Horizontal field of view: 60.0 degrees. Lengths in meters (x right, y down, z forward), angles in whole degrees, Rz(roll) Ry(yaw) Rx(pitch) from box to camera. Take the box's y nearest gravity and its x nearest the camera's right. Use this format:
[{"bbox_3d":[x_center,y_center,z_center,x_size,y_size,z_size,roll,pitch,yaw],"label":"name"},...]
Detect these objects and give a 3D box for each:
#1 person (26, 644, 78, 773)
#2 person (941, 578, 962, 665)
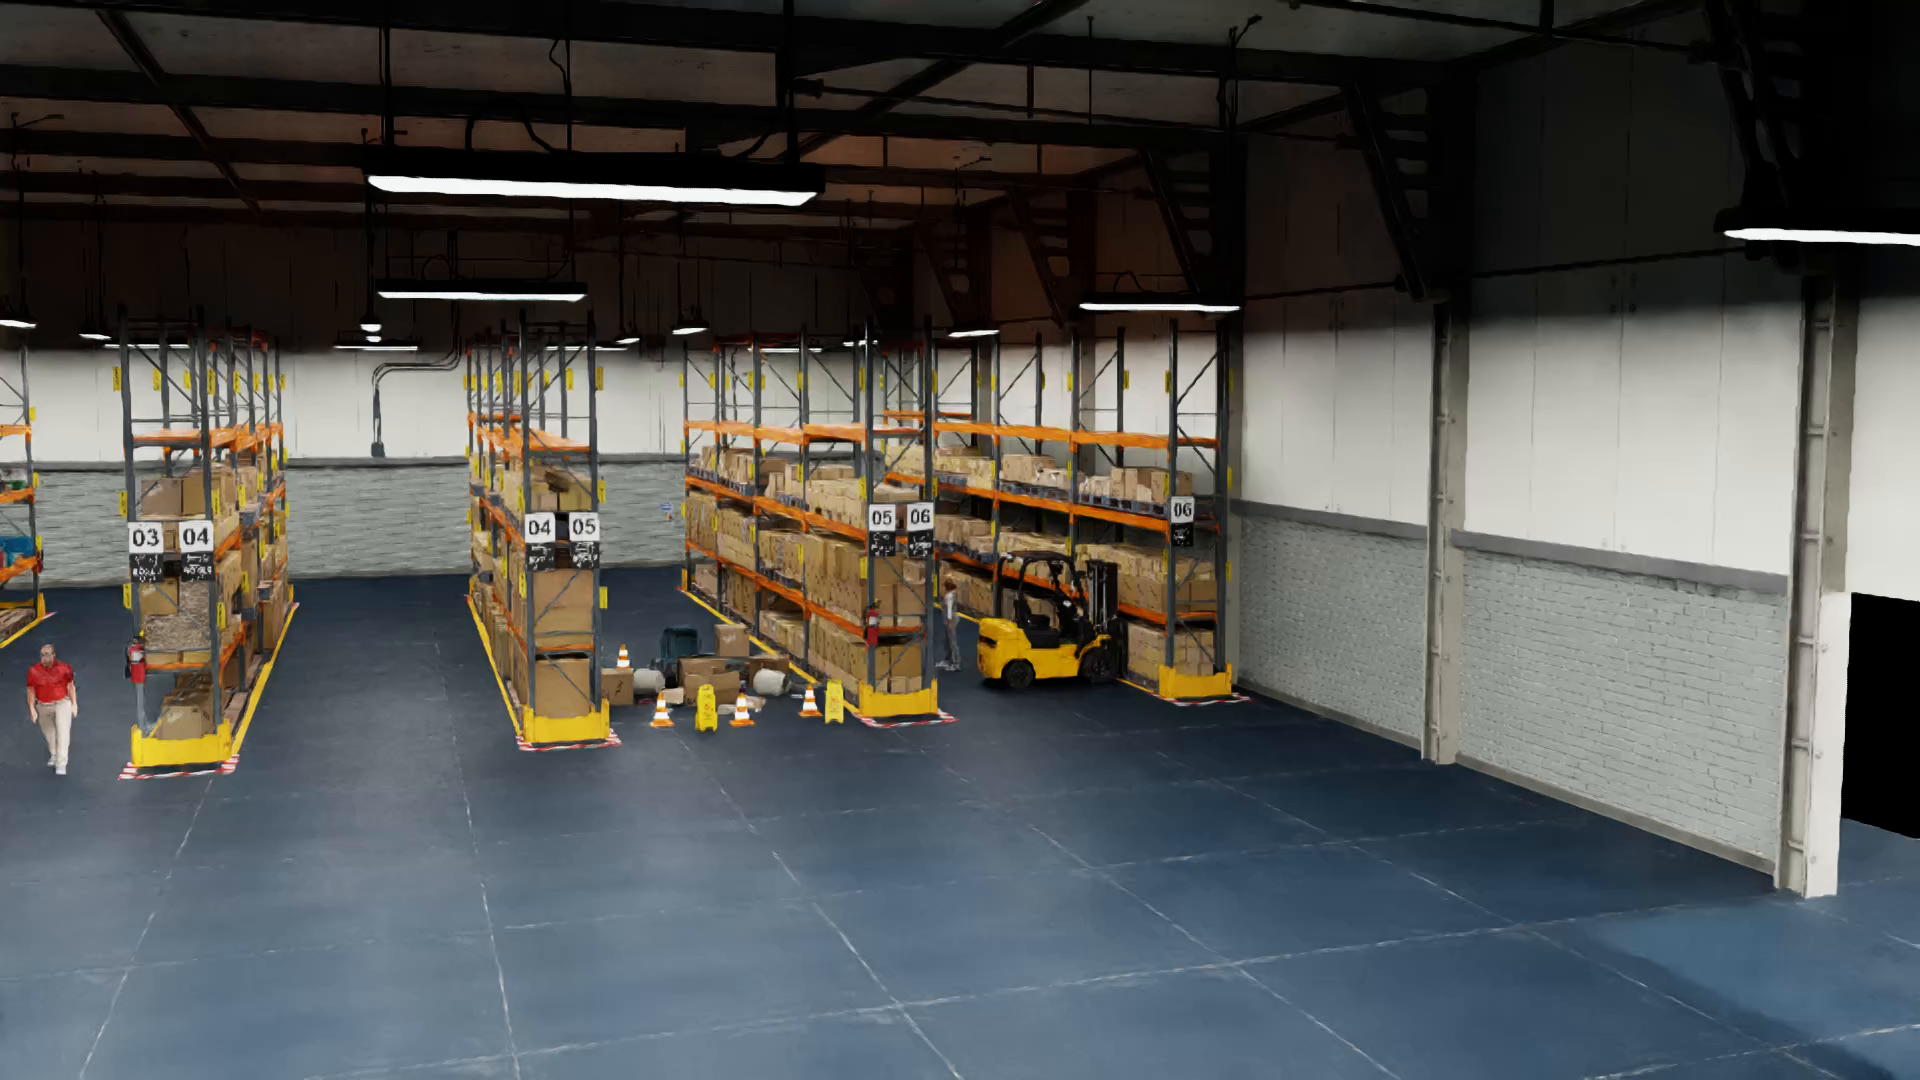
[{"bbox_3d":[-11.683,2.138,21.361,0.544,1.641,1.111,-2,6,-16],"label":"person"},{"bbox_3d":[-0.151,1.416,28.986,0.382,1.522,0.509,1,5,7],"label":"person"}]
